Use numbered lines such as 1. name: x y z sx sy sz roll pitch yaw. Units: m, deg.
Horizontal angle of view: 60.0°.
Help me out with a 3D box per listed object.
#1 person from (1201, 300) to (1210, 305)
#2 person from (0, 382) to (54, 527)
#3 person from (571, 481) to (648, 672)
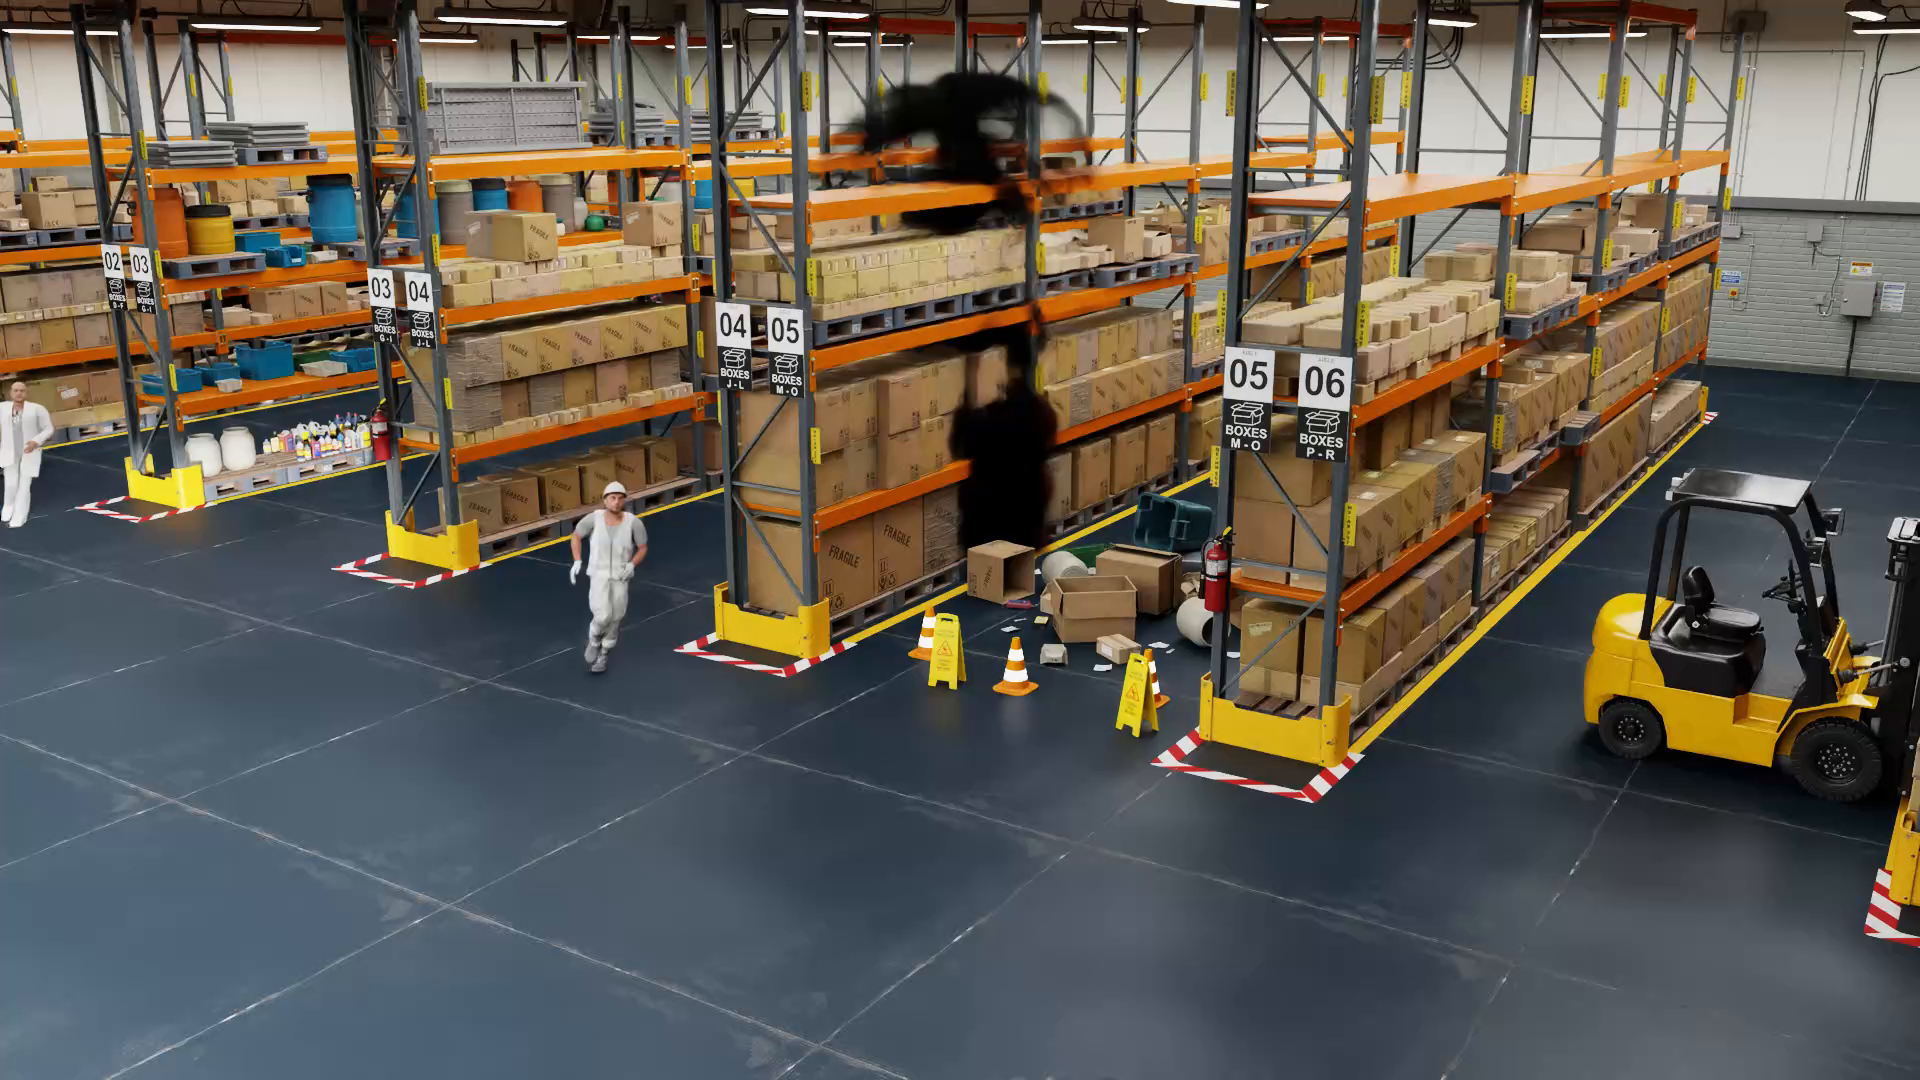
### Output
1. person: 4.026 -3.136 27.444 0.613 1.641 0.594 10 18 32
2. person: -11.057 -1.002 19.617 0.709 1.720 0.604 -7 17 -23
3. person: -3.092 0.348 14.743 0.687 1.730 0.568 -4 16 -15
